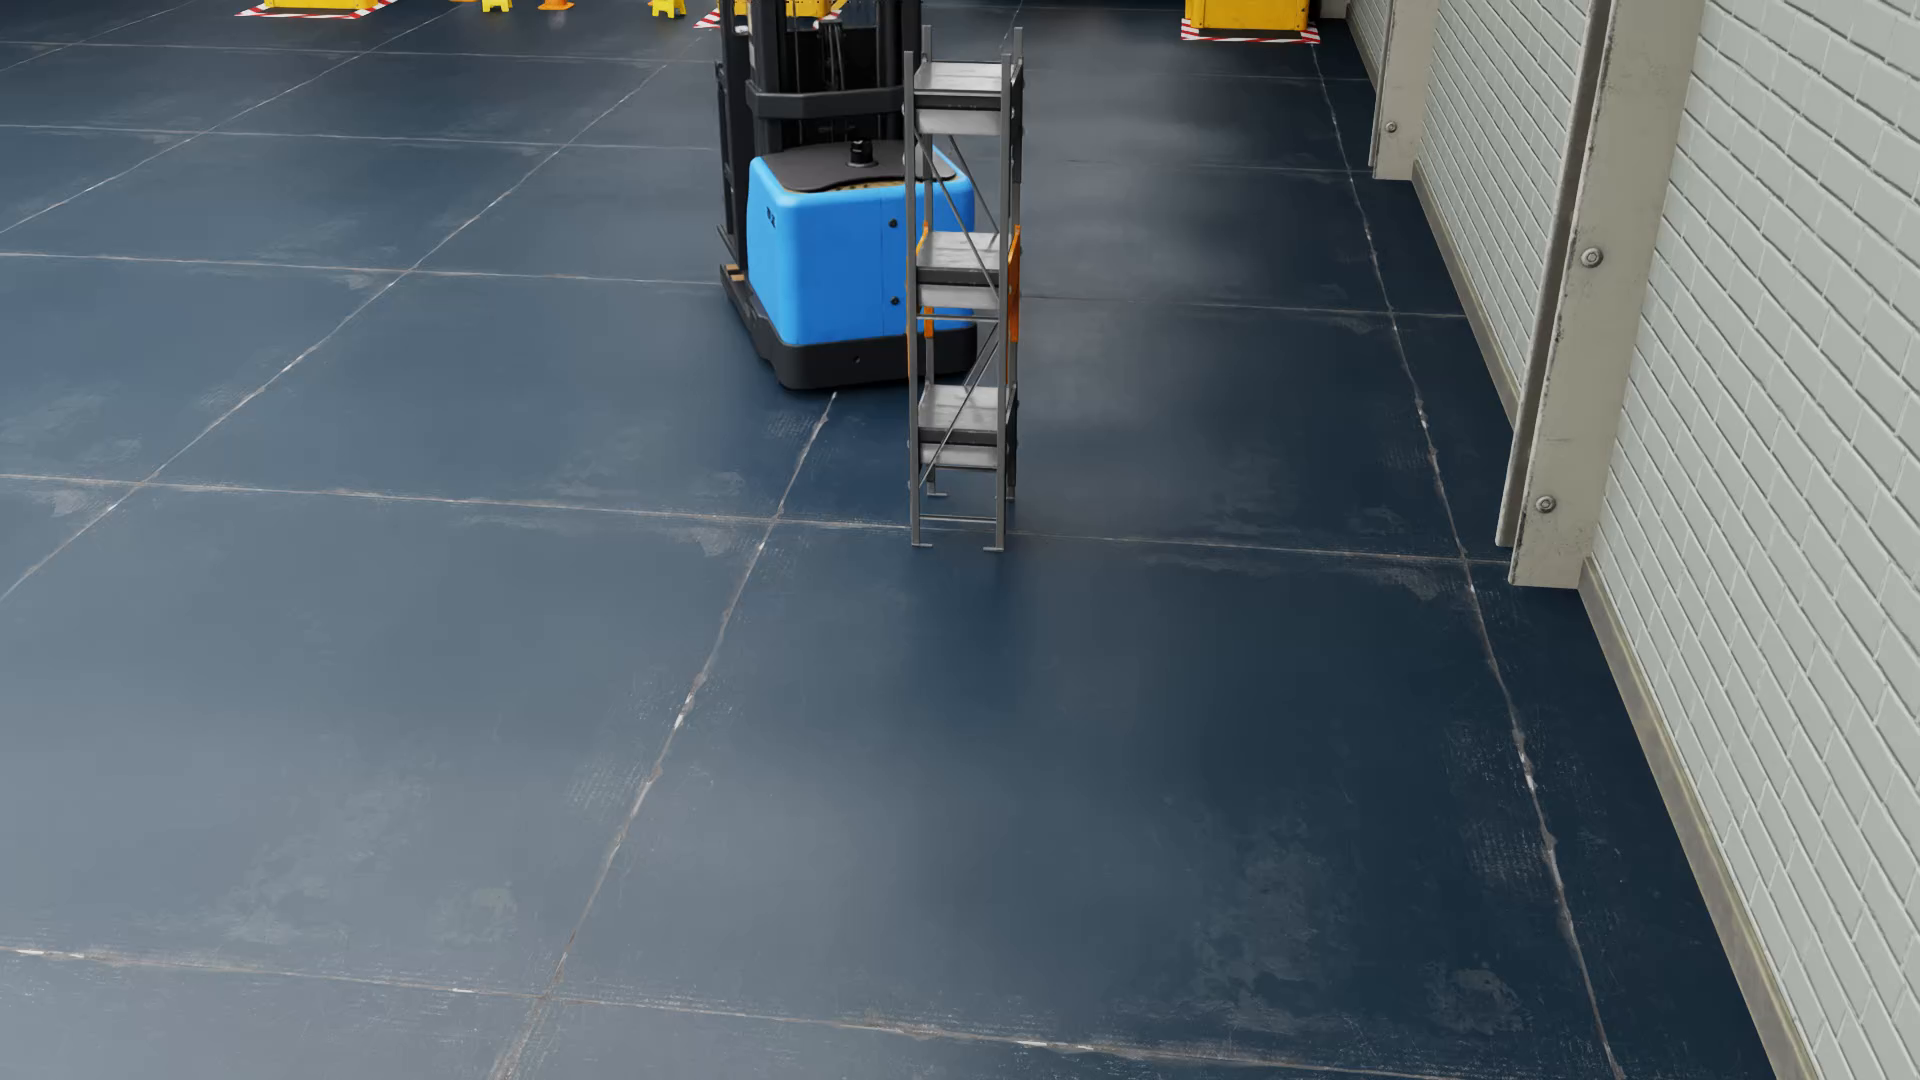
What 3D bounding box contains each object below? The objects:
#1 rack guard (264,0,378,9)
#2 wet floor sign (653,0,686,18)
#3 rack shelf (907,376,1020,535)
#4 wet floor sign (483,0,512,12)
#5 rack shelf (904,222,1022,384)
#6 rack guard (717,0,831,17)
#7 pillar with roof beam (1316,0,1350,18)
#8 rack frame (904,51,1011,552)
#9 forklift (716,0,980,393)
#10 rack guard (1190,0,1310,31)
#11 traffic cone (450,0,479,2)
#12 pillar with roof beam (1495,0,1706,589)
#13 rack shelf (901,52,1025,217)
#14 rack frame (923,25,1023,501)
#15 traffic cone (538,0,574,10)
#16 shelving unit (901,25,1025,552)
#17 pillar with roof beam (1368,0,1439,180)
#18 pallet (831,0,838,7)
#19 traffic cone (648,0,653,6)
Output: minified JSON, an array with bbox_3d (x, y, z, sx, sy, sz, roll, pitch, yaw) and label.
[{"bbox_3d":[-6.903,-6.007,17.874,1.175,0.500,0.348,3,28,6],"label":"rack guard"},{"bbox_3d":[-3.060,-5.815,17.364,0.267,0.644,0.232,14,31,24],"label":"wet floor sign"},{"bbox_3d":[0.020,-0.374,7.235,0.431,0.518,0.480,3,28,6],"label":"rack shelf"},{"bbox_3d":[-4.938,-5.954,17.622,0.267,0.644,0.232,-1,28,-3],"label":"wet floor sign"},{"bbox_3d":[0.020,-0.990,6.903,0.431,0.518,0.480,3,28,6],"label":"rack shelf"},{"bbox_3d":[-1.966,-5.814,17.516,1.175,0.500,0.348,3,28,6],"label":"rack guard"},{"bbox_3d":[-0.341,-9.759,15.877,9.100,9.000,0.400,3,28,6],"label":"pillar with roof beam"},{"bbox_3d":[-0.010,-0.887,6.683,0.400,2.100,0.015,3,28,6],"label":"rack frame"},{"bbox_3d":[-0.803,-2.725,9.218,1.130,2.935,3.031,-8,29,-14],"label":"forklift"},{"bbox_3d":[2.949,-5.481,16.896,1.175,0.500,0.348,3,28,6],"label":"rack guard"},{"bbox_3d":[-5.426,-6.170,18.214,0.336,0.463,0.334,3,28,6],"label":"traffic cone"},{"bbox_3d":[-1.811,-4.110,5.392,9.100,9.000,0.400,3,28,6],"label":"pillar with roof beam"},{"bbox_3d":[0.020,-1.607,6.571,0.431,0.518,0.480,3,28,6],"label":"rack shelf"},{"bbox_3d":[0.050,-1.117,7.110,0.400,2.100,0.015,3,28,6],"label":"rack frame"},{"bbox_3d":[-4.346,-5.944,17.796,0.336,0.463,0.334,3,28,6],"label":"traffic cone"},{"bbox_3d":[0.020,-1.002,6.897,0.431,2.100,0.503,3,28,6],"label":"shelving unit"},{"bbox_3d":[-1.076,-6.935,10.634,9.100,9.000,0.400,3,28,6],"label":"pillar with roof beam"},{"bbox_3d":[-1.831,-6.068,18.290,1.003,0.211,1.213,3,28,6],"label":"pallet"},{"bbox_3d":[-3.203,-6.040,17.973,0.336,0.463,0.334,3,28,6],"label":"traffic cone"}]
